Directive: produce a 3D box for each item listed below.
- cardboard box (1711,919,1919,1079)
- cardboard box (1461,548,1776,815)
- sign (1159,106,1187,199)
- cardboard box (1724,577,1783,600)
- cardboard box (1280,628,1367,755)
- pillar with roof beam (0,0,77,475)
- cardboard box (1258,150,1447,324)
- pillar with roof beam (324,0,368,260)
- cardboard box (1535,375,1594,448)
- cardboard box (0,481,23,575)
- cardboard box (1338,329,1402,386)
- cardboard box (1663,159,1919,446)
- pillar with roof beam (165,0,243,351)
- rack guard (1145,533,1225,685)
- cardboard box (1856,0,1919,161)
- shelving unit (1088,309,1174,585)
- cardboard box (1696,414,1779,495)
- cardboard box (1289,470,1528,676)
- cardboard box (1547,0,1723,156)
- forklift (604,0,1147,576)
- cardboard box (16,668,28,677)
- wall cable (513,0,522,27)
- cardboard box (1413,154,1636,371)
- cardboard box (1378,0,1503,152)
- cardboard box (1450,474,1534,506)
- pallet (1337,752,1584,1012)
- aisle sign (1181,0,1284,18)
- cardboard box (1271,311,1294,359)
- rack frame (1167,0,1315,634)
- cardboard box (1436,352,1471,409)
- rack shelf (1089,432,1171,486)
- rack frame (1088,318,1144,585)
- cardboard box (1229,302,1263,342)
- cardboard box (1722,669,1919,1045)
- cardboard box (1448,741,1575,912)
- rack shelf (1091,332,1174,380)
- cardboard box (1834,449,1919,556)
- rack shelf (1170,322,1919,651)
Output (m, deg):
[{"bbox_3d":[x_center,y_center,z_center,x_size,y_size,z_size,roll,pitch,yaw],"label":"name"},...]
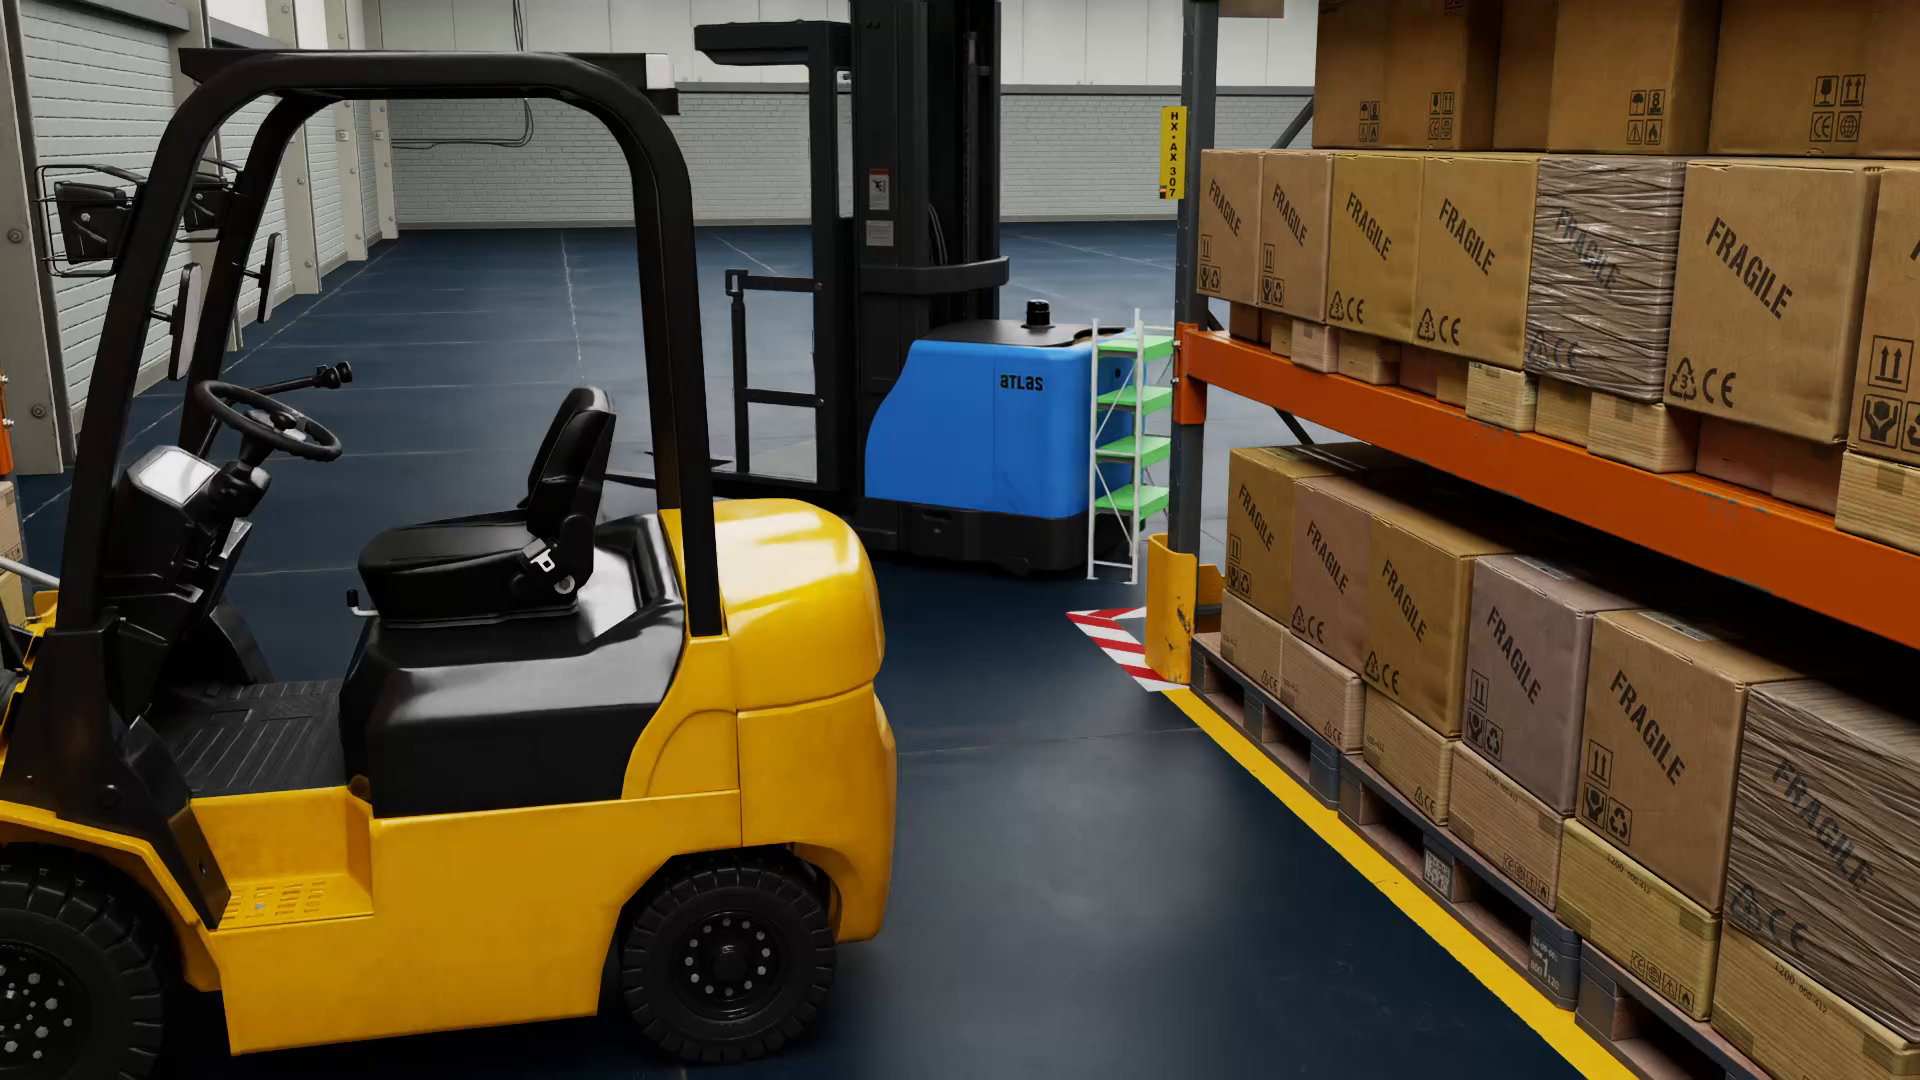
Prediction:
[{"bbox_3d":[1.837,0.930,3.210,0.500,0.250,0.500,-3,14,-11],"label":"cardboard box"},{"bbox_3d":[1.595,0.330,4.083,0.500,0.500,0.500,-3,14,-10],"label":"cardboard box"},{"bbox_3d":[0.770,-1.394,5.987,0.100,0.325,0.005,-3,14,-13],"label":"sign"},{"bbox_3d":[2.103,0.293,4.236,0.500,0.500,0.500,-3,14,-10],"label":"cardboard box"},{"bbox_3d":[1.331,0.448,5.182,0.500,0.250,0.500,-3,14,-11],"label":"cardboard box"},{"bbox_3d":[-1.464,-5.053,10.150,9.100,9.000,0.400,-3,14,-13],"label":"pillar with roof beam"},{"bbox_3d":[1.264,-0.952,5.168,0.500,0.500,0.500,-3,14,-11],"label":"cardboard box"},{"bbox_3d":[-5.691,-9.206,27.147,9.100,9.000,0.400,-3,14,-13],"label":"pillar with roof beam"},{"bbox_3d":[1.592,-0.311,3.907,0.380,0.149,0.250,-4,14,-14],"label":"cardboard box"},{"bbox_3d":[-3.115,0.009,4.872,0.500,0.250,0.500,-3,14,-11],"label":"cardboard box"},{"bbox_3d":[1.341,-0.549,4.885,0.380,0.149,0.250,-3,14,-12],"label":"cardboard box"},{"bbox_3d":[1.763,-0.481,3.237,0.500,0.500,0.500,-3,14,-11],"label":"cardboard box"},{"bbox_3d":[-2.873,-6.438,15.816,9.100,9.000,0.400,-3,14,-13],"label":"pillar with roof beam"},{"bbox_3d":[1.315,0.228,6.439,1.175,0.500,0.348,-3,14,-13],"label":"rack guard"},{"bbox_3d":[2.246,-0.992,3.223,0.700,0.500,0.500,-3,14,-13],"label":"cardboard box"},{"bbox_3d":[0.815,-0.442,7.707,0.258,1.200,0.503,7,16,27],"label":"shelving unit"},{"bbox_3d":[1.770,-0.196,3.437,0.380,0.149,0.250,-3,14,-14],"label":"cardboard box"},{"bbox_3d":[1.351,0.091,5.061,0.500,0.500,0.500,-4,14,-15],"label":"cardboard box"},{"bbox_3d":[1.943,-1.225,4.175,0.700,0.500,0.500,-3,14,-14],"label":"cardboard box"},{"bbox_3d":[-0.613,-1.486,8.332,3.031,2.935,1.130,7,16,27],"label":"forklift"},{"bbox_3d":[-3.109,0.497,4.983,0.500,0.250,0.500,-3,14,-13],"label":"cardboard box"},{"bbox_3d":[-8.062,-12.199,35.300,3.097,2.526,0.112,-3,14,-13],"label":"wall cable"},{"bbox_3d":[1.512,-0.718,4.208,0.500,0.500,0.500,-4,14,-14],"label":"cardboard box"},{"bbox_3d":[1.741,-1.459,5.136,0.700,0.500,0.500,-3,14,-13],"label":"cardboard box"},{"bbox_3d":[1.865,0.055,5.212,0.500,0.500,0.500,-3,14,-11],"label":"cardboard box"},{"bbox_3d":[1.755,0.839,4.548,1.003,0.211,1.213,-3,14,-13],"label":"pallet"},{"bbox_3d":[0.982,-2.263,5.893,0.394,0.787,0.004,-3,14,-13],"label":"aisle sign"},{"bbox_3d":[1.233,-0.668,5.371,0.380,0.149,0.250,-4,14,-15],"label":"cardboard box"},{"bbox_3d":[1.297,-1.003,6.214,1.000,3.000,0.127,-3,14,-13],"label":"rack frame"},{"bbox_3d":[1.494,-0.429,4.393,0.380,0.149,0.250,-4,14,-15],"label":"cardboard box"},{"bbox_3d":[0.815,-0.380,7.722,0.258,0.148,0.480,7,16,27],"label":"rack shelf"},{"bbox_3d":[0.700,-0.391,7.499,0.240,1.200,0.015,7,16,27],"label":"rack frame"},{"bbox_3d":[1.176,-0.791,5.875,0.380,0.149,0.250,-3,14,-13],"label":"cardboard box"},{"bbox_3d":[1.837,0.565,3.122,0.500,0.500,0.500,-3,14,-14],"label":"cardboard box"},{"bbox_3d":[1.587,0.690,4.192,0.500,0.250,0.500,-3,14,-12],"label":"cardboard box"},{"bbox_3d":[0.816,-0.846,7.609,0.258,0.148,0.480,7,16,27],"label":"rack shelf"},{"bbox_3d":[1.800,-0.073,2.934,0.380,0.149,0.250,-3,14,-12],"label":"cardboard box"},{"bbox_3d":[1.767,-0.193,4.411,1.077,0.370,4.000,-3,14,-13],"label":"rack shelf"}]
